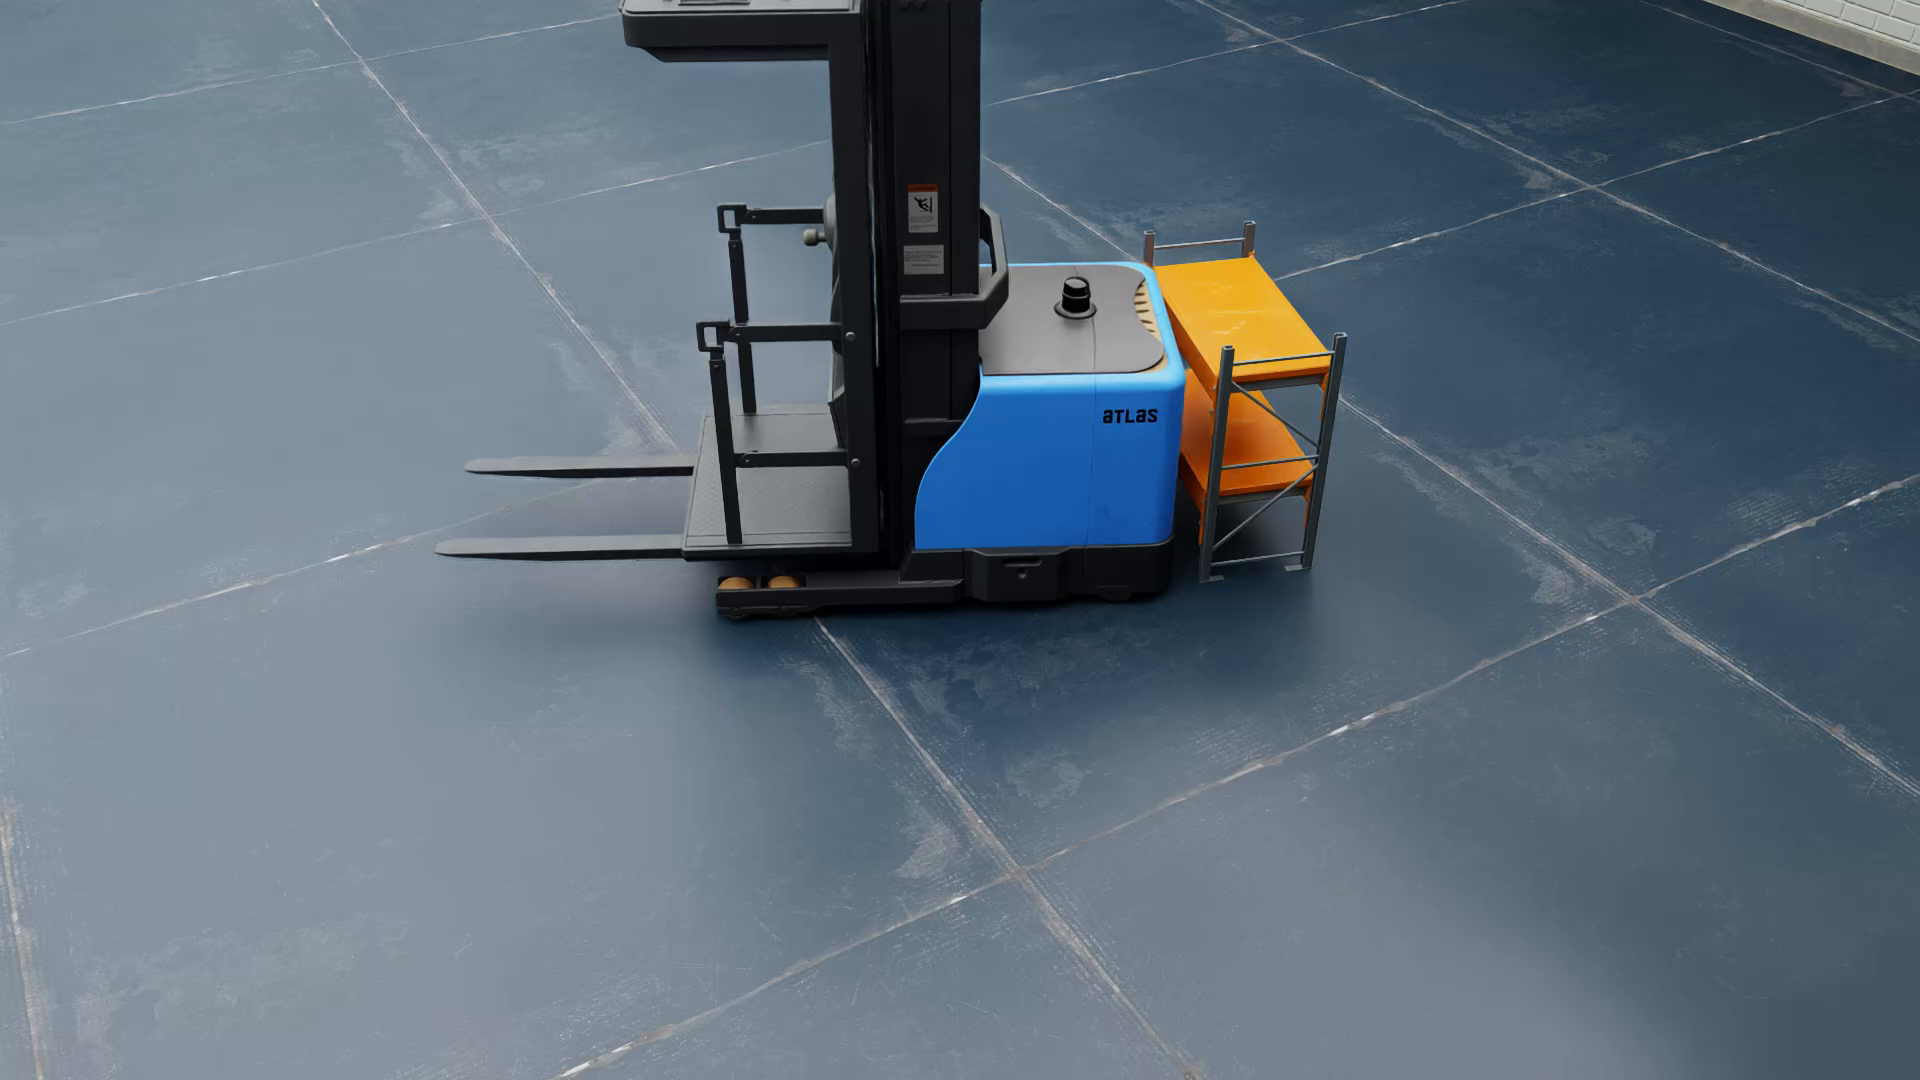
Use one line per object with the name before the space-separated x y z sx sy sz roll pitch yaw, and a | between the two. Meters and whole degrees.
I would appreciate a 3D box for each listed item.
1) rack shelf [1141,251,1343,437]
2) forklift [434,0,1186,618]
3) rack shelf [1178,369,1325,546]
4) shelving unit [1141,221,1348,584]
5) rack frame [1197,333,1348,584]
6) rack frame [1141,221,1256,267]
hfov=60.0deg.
rack shelf | 1.143 -0.840 6.950 0.538 0.278 1.000 -7 37 -10
forklift | -0.653 -1.185 6.387 3.031 2.935 1.130 -1 36 -2
rack shelf | 1.143 -0.406 7.267 0.538 0.278 1.000 -7 37 -10
shelving unit | 1.143 -0.604 7.123 0.538 1.125 1.048 -7 37 -10
rack frame | 1.249 -0.311 6.722 0.500 1.125 0.032 -7 37 -10
rack frame | 1.038 -0.897 7.525 0.500 1.125 0.032 -7 37 -10
